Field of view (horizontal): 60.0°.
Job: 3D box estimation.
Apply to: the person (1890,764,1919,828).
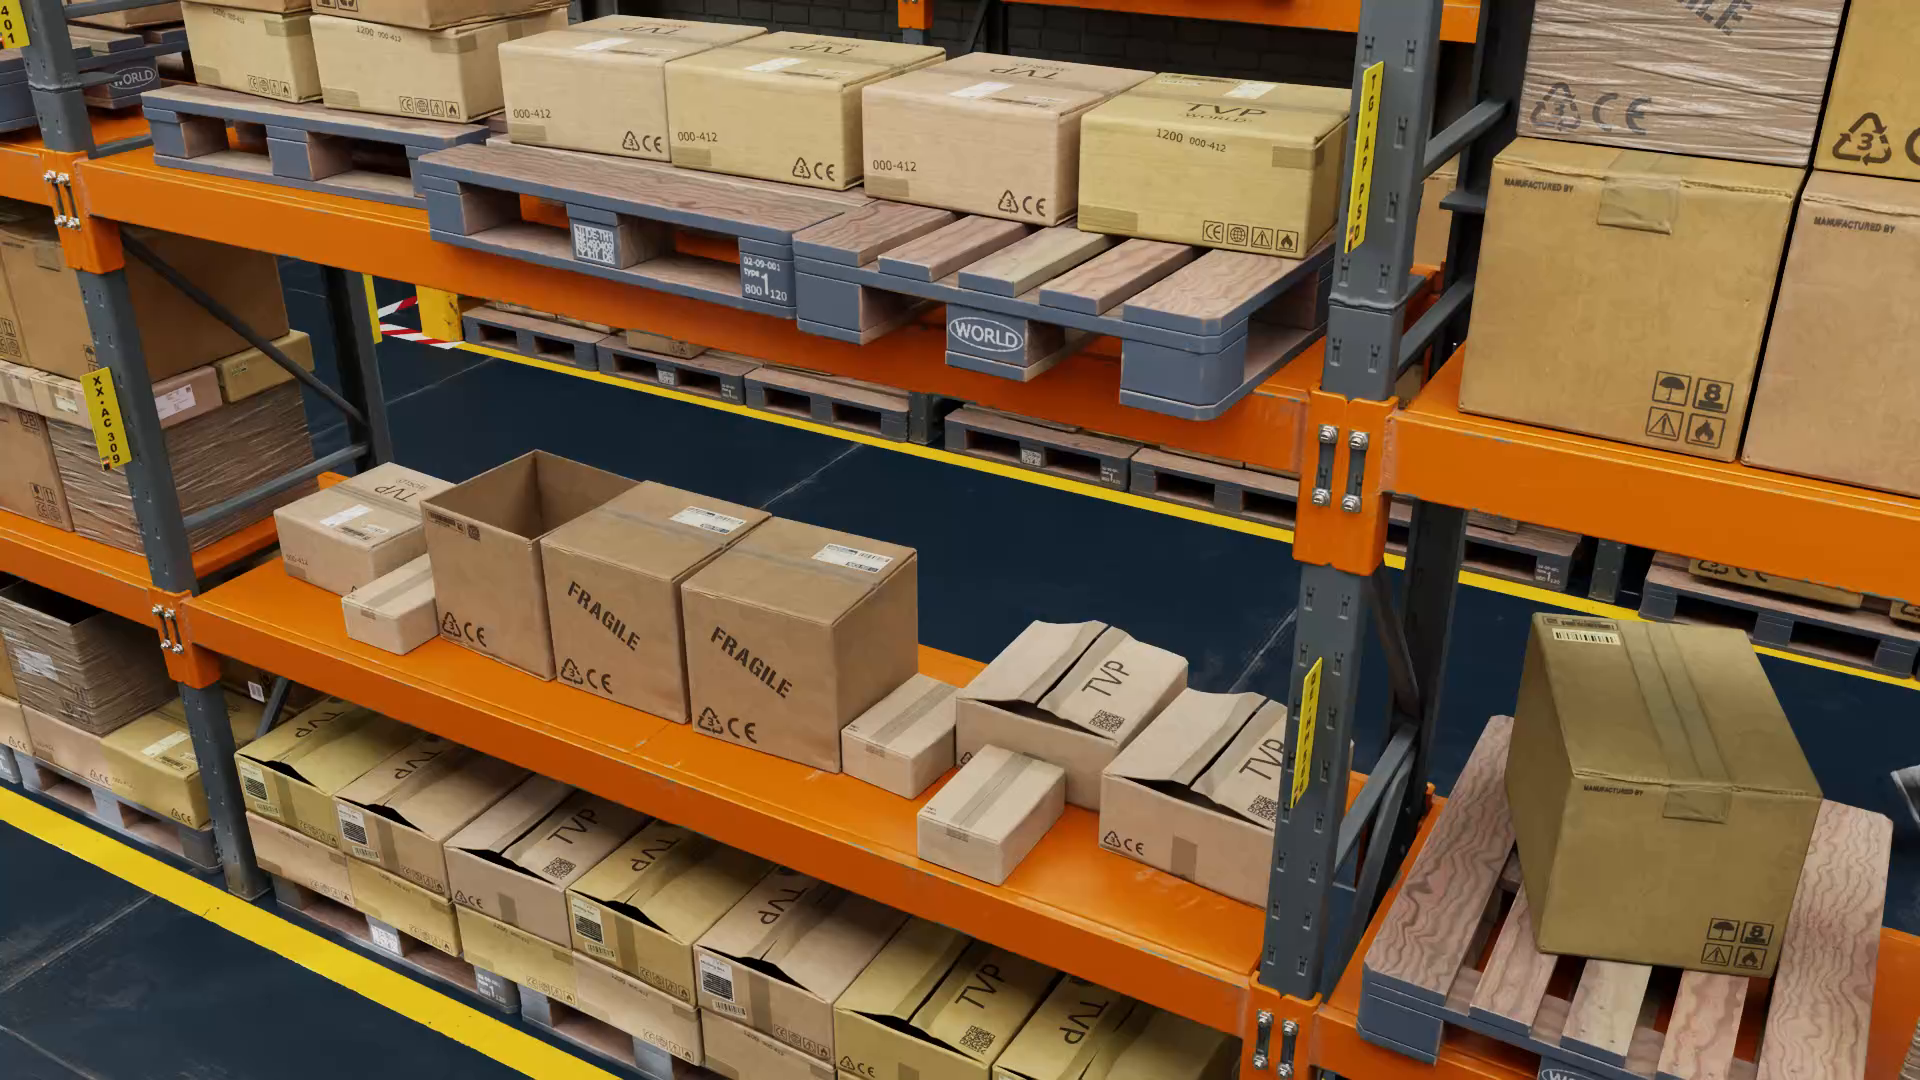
[{"bbox_3d":[4.000,0.525,6.045,0.809,1.626,0.499,10,28,19],"label":"person"}]
